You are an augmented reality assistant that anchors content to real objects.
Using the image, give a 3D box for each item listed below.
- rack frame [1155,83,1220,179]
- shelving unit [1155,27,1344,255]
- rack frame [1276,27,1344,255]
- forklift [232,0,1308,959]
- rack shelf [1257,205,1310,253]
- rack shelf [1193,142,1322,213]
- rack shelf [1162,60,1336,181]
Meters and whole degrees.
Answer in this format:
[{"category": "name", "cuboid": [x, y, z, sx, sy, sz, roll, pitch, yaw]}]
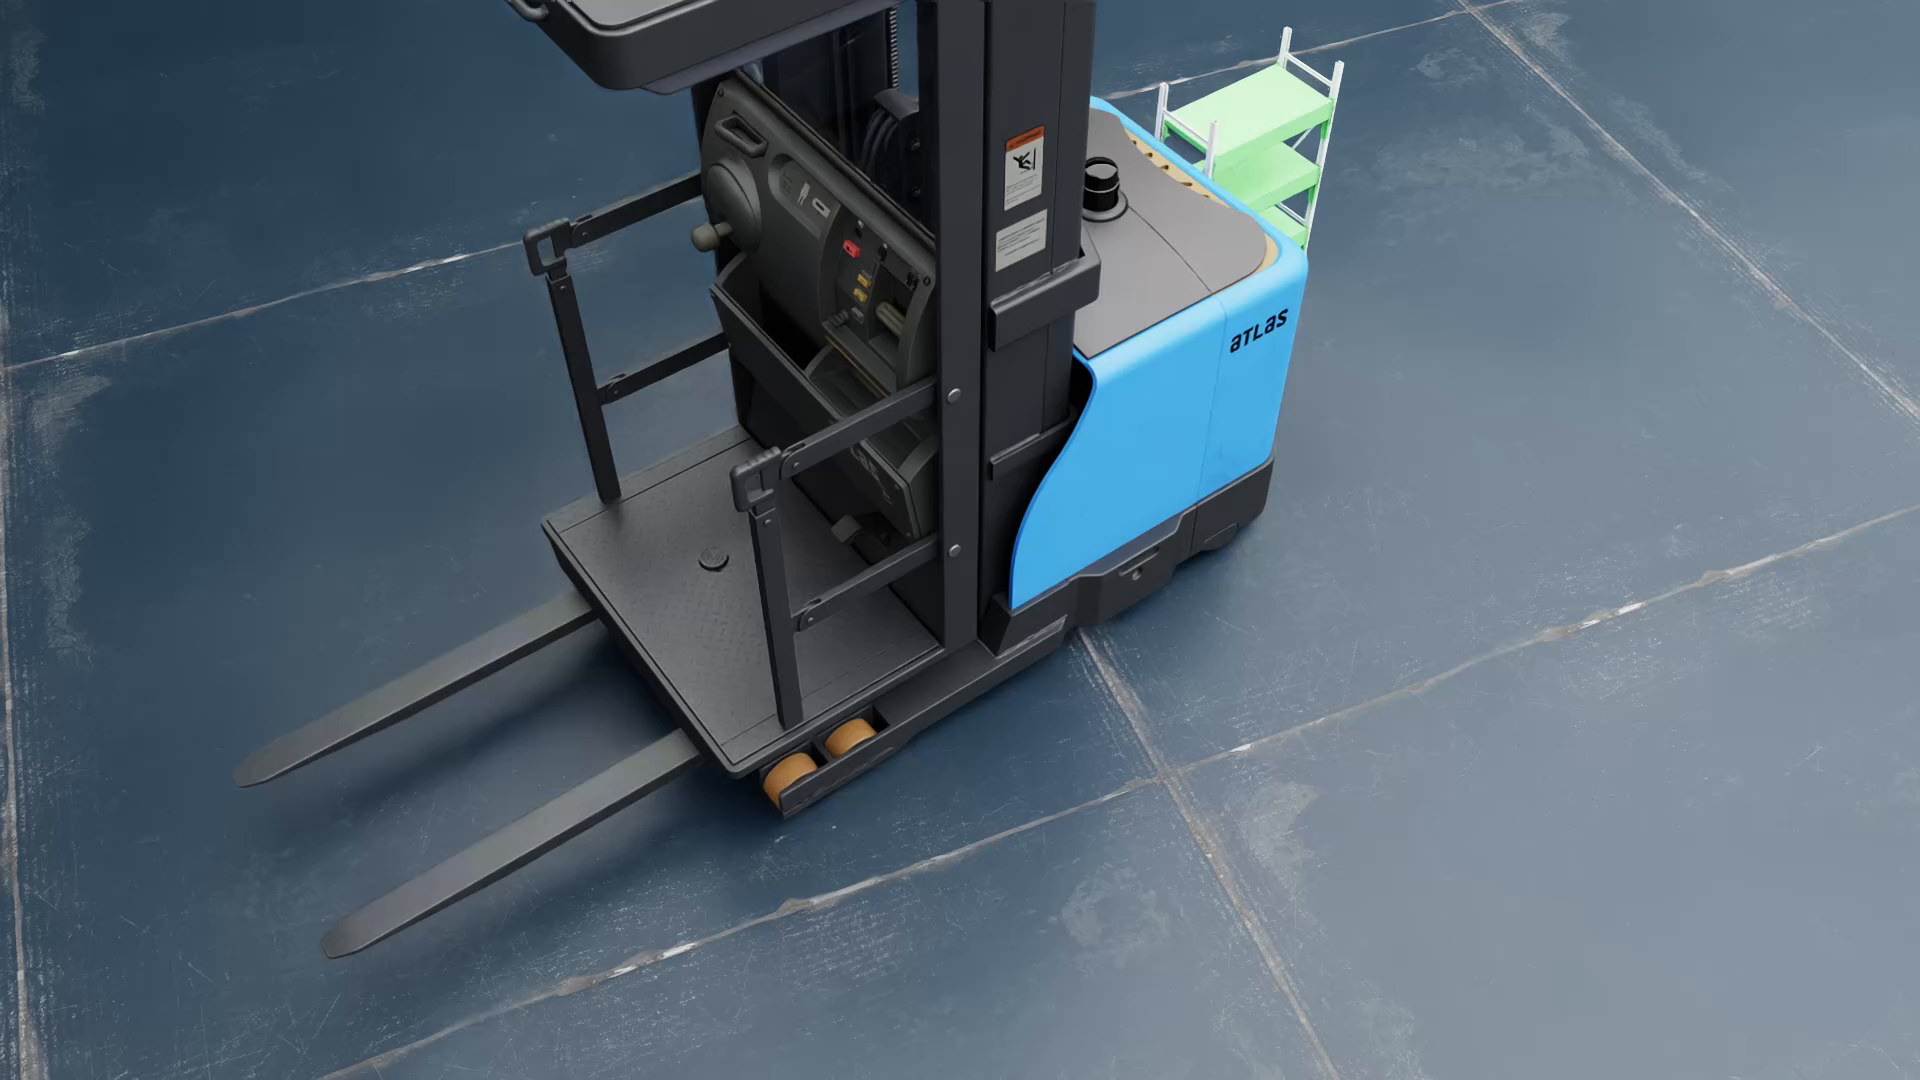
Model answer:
[{"category": "rack frame", "cuboid": [0.654, -0.855, 5.193, 0.015, 1.200, 0.240, -29, 55, -23]}, {"category": "shelving unit", "cuboid": [0.851, -0.964, 5.287, 0.503, 1.200, 0.258, -29, 55, -23]}, {"category": "rack frame", "cuboid": [1.048, -1.073, 5.381, 0.015, 1.200, 0.240, -29, 55, -23]}, {"category": "forklift", "cuboid": [-0.522, -0.665, 3.889, 3.031, 2.935, 1.130, -29, 55, -23]}, {"category": "rack shelf", "cuboid": [0.851, -0.922, 5.335, 0.480, 0.148, 0.258, -29, 55, -23]}, {"category": "rack shelf", "cuboid": [0.851, -1.079, 5.153, 0.480, 0.148, 0.258, -29, 55, -23]}, {"category": "rack shelf", "cuboid": [0.851, -1.235, 4.971, 0.480, 0.148, 0.258, -29, 55, -23]}]
